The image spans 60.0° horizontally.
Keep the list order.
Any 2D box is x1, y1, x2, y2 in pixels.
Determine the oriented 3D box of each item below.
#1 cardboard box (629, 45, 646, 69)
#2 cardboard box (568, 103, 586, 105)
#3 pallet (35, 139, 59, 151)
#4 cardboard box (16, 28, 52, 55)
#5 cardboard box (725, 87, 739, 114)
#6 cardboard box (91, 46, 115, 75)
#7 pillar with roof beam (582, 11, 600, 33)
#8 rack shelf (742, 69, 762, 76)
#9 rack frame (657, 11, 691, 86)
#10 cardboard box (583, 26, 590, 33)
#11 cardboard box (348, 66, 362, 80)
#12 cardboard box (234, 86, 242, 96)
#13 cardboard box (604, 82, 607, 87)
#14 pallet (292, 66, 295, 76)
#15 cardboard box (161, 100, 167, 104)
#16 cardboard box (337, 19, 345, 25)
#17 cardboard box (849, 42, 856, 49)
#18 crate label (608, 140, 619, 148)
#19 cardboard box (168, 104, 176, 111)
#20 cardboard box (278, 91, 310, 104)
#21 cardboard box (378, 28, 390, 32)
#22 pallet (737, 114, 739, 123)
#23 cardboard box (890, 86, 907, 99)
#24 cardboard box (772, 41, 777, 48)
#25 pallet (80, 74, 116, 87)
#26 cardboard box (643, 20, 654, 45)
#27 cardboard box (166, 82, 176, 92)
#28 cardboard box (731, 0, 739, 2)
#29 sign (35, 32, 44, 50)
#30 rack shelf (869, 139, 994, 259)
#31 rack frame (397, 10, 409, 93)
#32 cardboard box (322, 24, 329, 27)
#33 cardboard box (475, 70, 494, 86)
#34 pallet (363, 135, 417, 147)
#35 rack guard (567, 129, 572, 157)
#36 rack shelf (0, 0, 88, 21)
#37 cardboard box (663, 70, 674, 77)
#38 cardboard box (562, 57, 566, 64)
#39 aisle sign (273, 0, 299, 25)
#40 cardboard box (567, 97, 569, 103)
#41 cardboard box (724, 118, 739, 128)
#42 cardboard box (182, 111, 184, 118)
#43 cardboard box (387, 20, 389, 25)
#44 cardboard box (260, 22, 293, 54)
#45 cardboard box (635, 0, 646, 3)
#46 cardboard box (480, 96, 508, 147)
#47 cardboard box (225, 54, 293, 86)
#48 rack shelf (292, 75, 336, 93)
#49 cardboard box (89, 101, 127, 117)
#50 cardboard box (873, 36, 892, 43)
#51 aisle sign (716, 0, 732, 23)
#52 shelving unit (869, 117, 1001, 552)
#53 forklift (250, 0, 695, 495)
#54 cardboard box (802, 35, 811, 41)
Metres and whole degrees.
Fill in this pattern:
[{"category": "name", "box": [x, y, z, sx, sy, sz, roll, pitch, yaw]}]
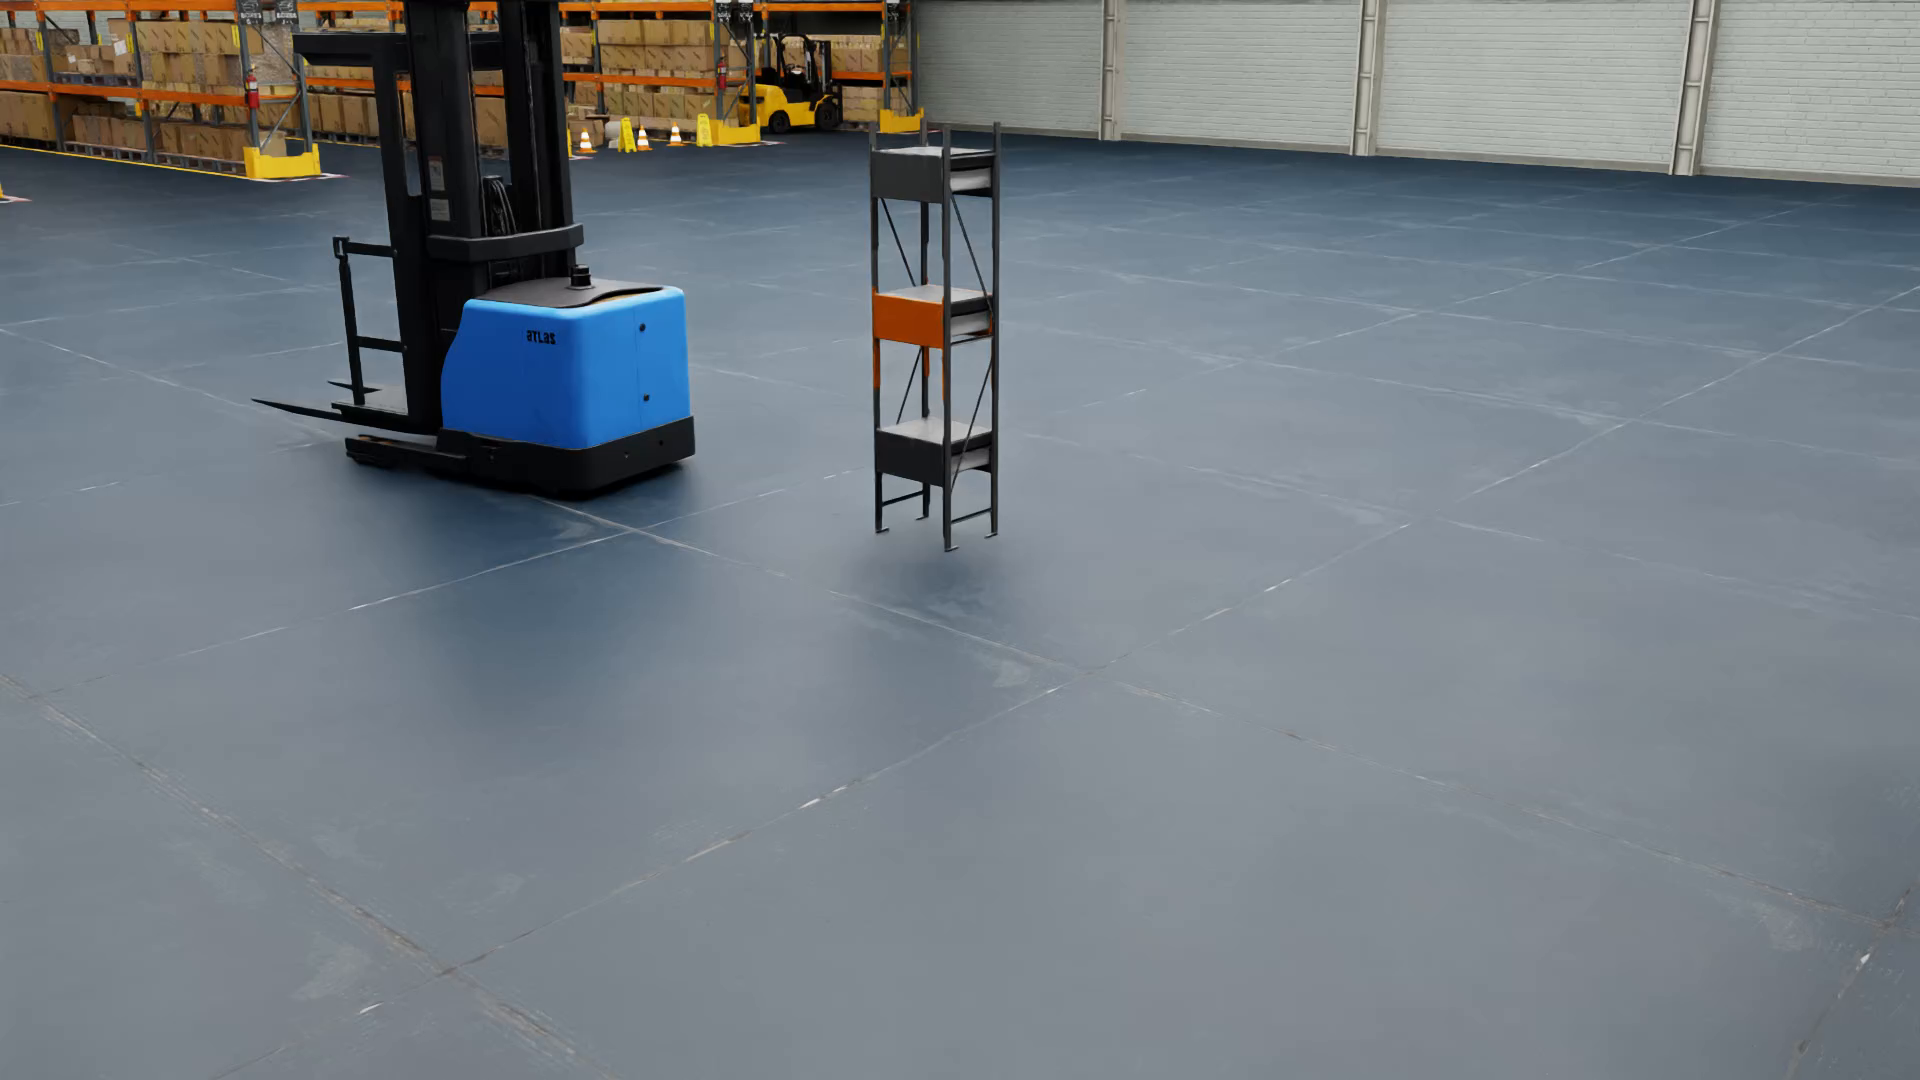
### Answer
[{"category": "cardboard box", "box": [-6.734, -10.375, 35.687, 0.500, 0.500, 0.500, 15, 23, 39]}, {"category": "cardboard box", "box": [-9.091, -9.871, 38.407, 0.625, 0.372, 0.950, 16, 24, 41]}, {"category": "pallet", "box": [-17.746, -7.943, 33.292, 1.213, 0.211, 1.003, 15, 23, 39]}, {"category": "cardboard box", "box": [-18.228, -9.905, 33.039, 0.637, 0.503, 0.797, 16, 23, 40]}, {"category": "cardboard box", "box": [-5.317, -10.988, 41.507, 0.625, 0.625, 0.875, 15, 23, 39]}, {"category": "cardboard box", "box": [-15.572, -8.871, 30.739, 0.797, 0.503, 0.637, -15, 23, -40]}, {"category": "pillar with roof beam", "box": [-13.108, -15.495, 42.561, 0.400, 9.000, 9.100, 15, 23, 39]}, {"category": "rack shelf", "box": [-5.840, -11.719, 41.767, 4.000, 0.370, 1.077, 15, 23, 39]}, {"category": "rack frame", "box": [-7.336, -12.463, 42.923, 0.127, 3.000, 1.000, 15, 23, 39]}, {"category": "cardboard box", "box": [-8.634, -11.604, 37.794, 0.250, 0.149, 0.380, 17, 24, 42]}, {"category": "cardboard box", "box": [-12.170, -9.691, 34.023, 0.500, 0.500, 0.500, 15, 23, 40]}, {"category": "cardboard box", "box": [-11.759, -7.432, 27.486, 0.250, 0.149, 0.380, 15, 23, 39]}, {"category": "cardboard box", "box": [-9.402, -12.254, 44.631, 0.250, 0.149, 0.380, 15, 23, 39]}, {"category": "pallet", "box": [-14.442, -10.227, 36.194, 1.003, 0.211, 1.213, 15, 23, 39]}, {"category": "cardboard box", "box": [-19.025, -10.609, 40.118, 0.250, 0.149, 0.380, 14, 22, 37]}, {"category": "cardboard box", "box": [-15.959, -13.482, 43.242, 0.250, 0.149, 0.380, 14, 22, 38]}, {"category": "cardboard box", "box": [-2.340, -11.383, 38.282, 0.250, 0.149, 0.380, 15, 23, 39]}, {"category": "crate label", "box": [-6.934, -7.987, 33.553, 0.298, 0.136, 0.250, 4, 18, 11]}, {"category": "cardboard box", "box": [-18.810, -10.420, 40.014, 0.250, 0.149, 0.380, 14, 22, 37]}, {"category": "cardboard box", "box": [-14.524, -9.643, 36.237, 0.500, 0.250, 0.500, 14, 23, 38]}, {"category": "cardboard box", "box": [-11.222, -10.018, 33.403, 0.500, 0.500, 0.700, 15, 23, 38]}, {"category": "pallet", "box": [-4.921, -10.470, 41.253, 1.213, 0.211, 1.003, 15, 23, 39]}, {"category": "cardboard box", "box": [-1.586, -10.362, 38.502, 0.500, 0.250, 0.500, 15, 23, 38]}, {"category": "cardboard box", "box": [-4.280, -11.893, 39.890, 0.250, 0.149, 0.380, 15, 23, 38]}, {"category": "pallet", "box": [-15.698, -8.617, 31.123, 1.213, 0.211, 1.003, 15, 23, 39]}, {"category": "cardboard box", "box": [-6.276, -10.766, 35.267, 0.500, 0.500, 0.700, 15, 23, 39]}, {"category": "cardboard box", "box": [-13.516, -7.858, 28.830, 0.250, 0.149, 0.380, 15, 23, 39]}, {"category": "cardboard box", "box": [-4.677, -11.183, 34.347, 0.250, 0.149, 0.380, 15, 23, 39]}, {"category": "sign", "box": [-17.572, -9.523, 31.745, 0.005, 0.325, 0.100, 15, 23, 39]}, {"category": "rack shelf", "box": [-0.124, -1.688, 8.191, 0.480, 0.518, 0.431, 15, 23, 39]}, {"category": "rack frame", "box": [-13.620, -12.142, 41.913, 0.127, 3.000, 1.000, 15, 23, 39]}, {"category": "cardboard box", "box": [-16.442, -13.309, 43.771, 0.500, 0.500, 0.500, 14, 23, 38]}, {"category": "cardboard box", "box": [-8.588, -8.834, 31.241, 0.550, 0.550, 0.875, 15, 23, 39]}, {"category": "pallet", "box": [-11.473, -8.205, 34.115, 1.213, 0.211, 1.003, 15, 23, 39]}, {"category": "rack guard", "box": [-7.837, -7.396, 31.091, 0.348, 0.500, 1.175, 15, 23, 39]}, {"category": "rack shelf", "box": [-18.702, -10.586, 33.238, 4.000, 0.370, 1.077, 15, 23, 39]}, {"category": "cardboard box", "box": [-6.069, -9.881, 35.203, 0.250, 0.149, 0.380, 15, 23, 39]}, {"category": "cardboard box", "box": [-8.799, -10.808, 37.431, 0.250, 0.149, 0.380, 15, 23, 40]}, {"category": "aisle sign", "box": [-10.977, -8.785, 27.038, 0.004, 0.787, 0.394, 15, 23, 39]}, {"category": "cardboard box", "box": [-10.939, -12.153, 45.965, 0.250, 0.149, 0.380, 14, 22, 38]}, {"category": "cardboard box", "box": [-5.064, -8.847, 35.381, 0.500, 0.250, 0.500, 15, 23, 39]}, {"category": "cardboard box", "box": [-18.274, -10.121, 39.561, 0.250, 0.149, 0.380, 16, 23, 40]}, {"category": "cardboard box", "box": [-14.187, -13.043, 41.861, 0.250, 0.149, 0.380, 16, 23, 41]}, {"category": "cardboard box", "box": [-11.453, -8.329, 27.587, 0.500, 0.500, 0.500, 15, 23, 39]}, {"category": "cardboard box", "box": [-6.660, -11.449, 35.186, 0.250, 0.149, 0.380, 14, 23, 38]}, {"category": "cardboard box", "box": [-8.406, -7.901, 31.368, 0.875, 0.875, 0.875, 15, 23, 40]}, {"category": "cardboard box", "box": [-11.616, -7.797, 27.564, 0.500, 0.500, 0.875, 15, 23, 39]}, {"category": "rack shelf", "box": [-15.334, -10.258, 37.164, 4.000, 0.370, 1.077, 15, 23, 39]}, {"category": "cardboard box", "box": [-16.281, -8.241, 31.785, 0.500, 0.250, 0.500, -15, 23, -40]}, {"category": "cardboard box", "box": [-1.760, -11.380, 37.780, 0.250, 0.149, 0.380, 15, 23, 39]}, {"category": "aisle sign", "box": [-4.791, -10.894, 33.682, 0.004, 0.787, 0.394, 15, 23, 39]}, {"category": "shelving unit", "box": [-0.124, -1.034, 8.399, 0.503, 2.100, 0.431, 15, 23, 39]}, {"category": "forklift", "box": [-3.125, -1.956, 9.930, 3.031, 2.935, 1.130, 10, 20, 29]}, {"category": "cardboard box", "box": [-3.514, -11.825, 39.184, 0.250, 0.149, 0.380, 15, 23, 38]}]
